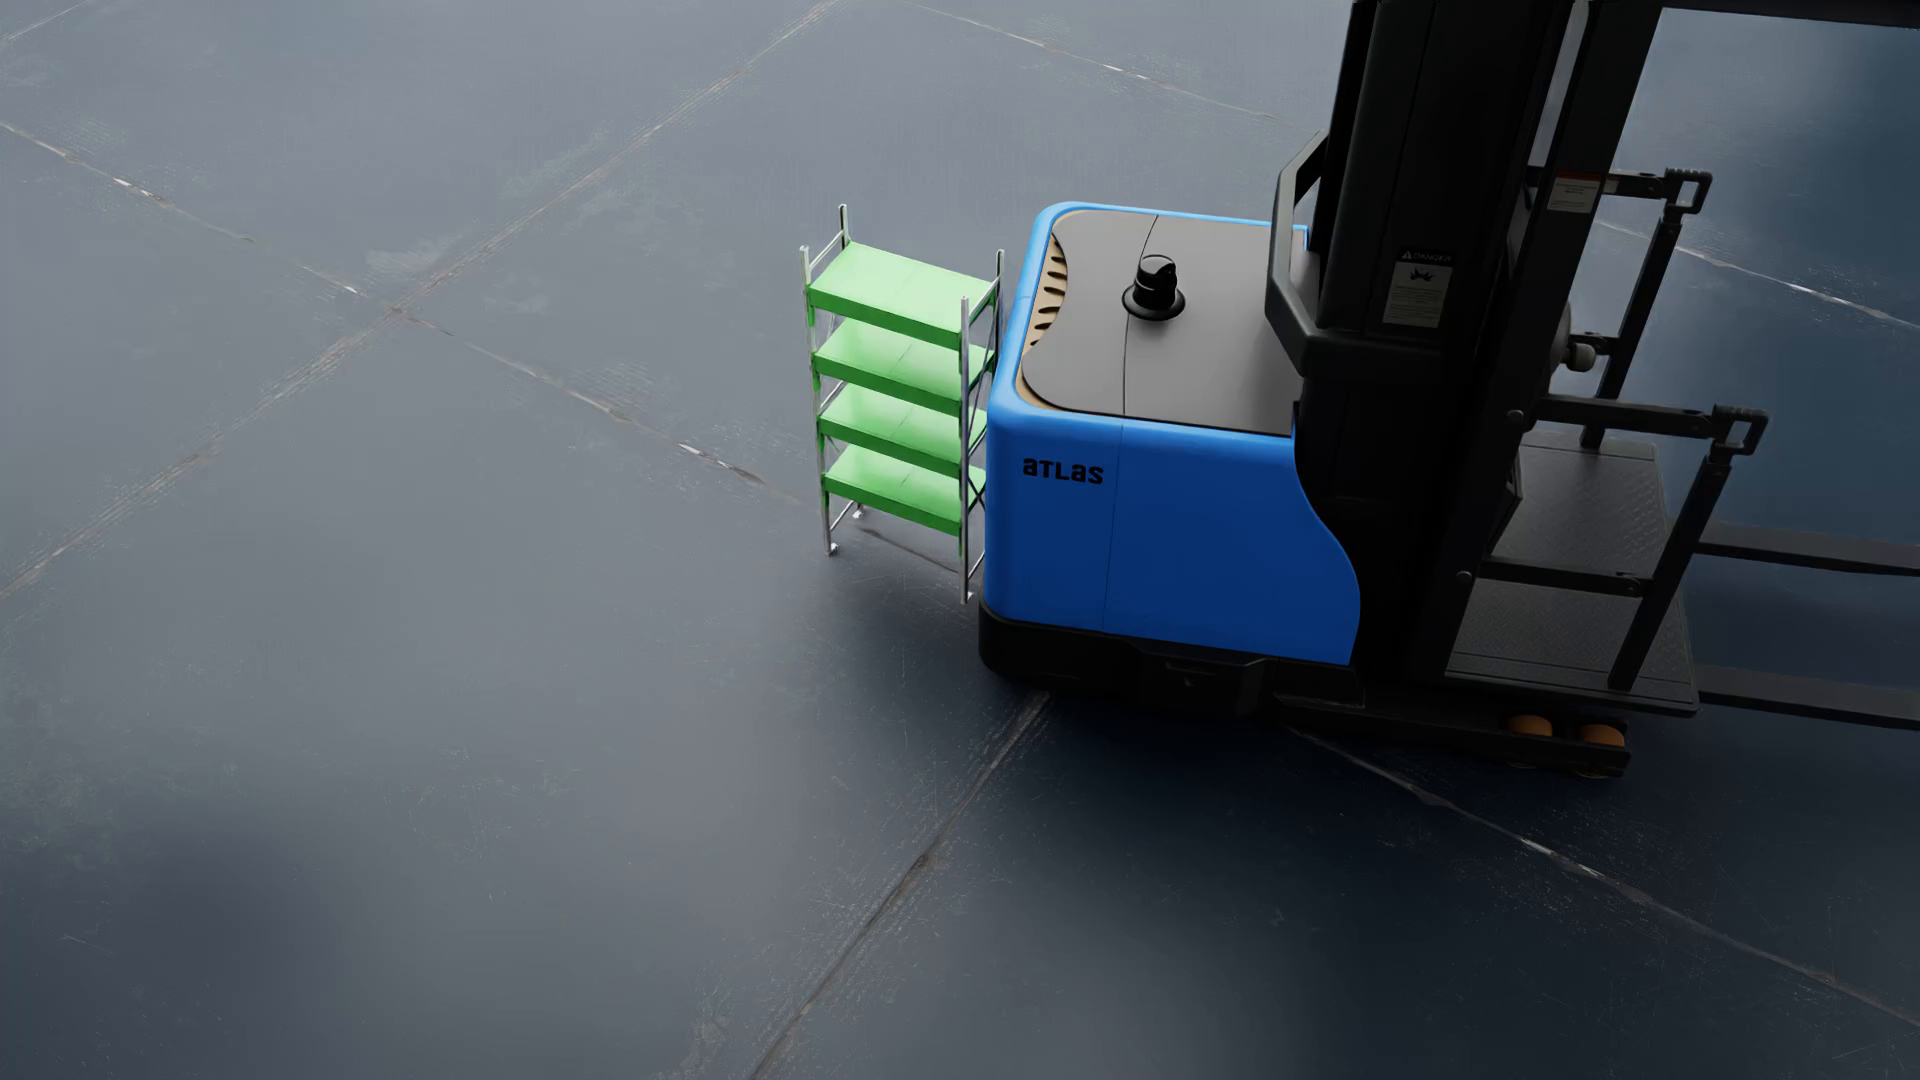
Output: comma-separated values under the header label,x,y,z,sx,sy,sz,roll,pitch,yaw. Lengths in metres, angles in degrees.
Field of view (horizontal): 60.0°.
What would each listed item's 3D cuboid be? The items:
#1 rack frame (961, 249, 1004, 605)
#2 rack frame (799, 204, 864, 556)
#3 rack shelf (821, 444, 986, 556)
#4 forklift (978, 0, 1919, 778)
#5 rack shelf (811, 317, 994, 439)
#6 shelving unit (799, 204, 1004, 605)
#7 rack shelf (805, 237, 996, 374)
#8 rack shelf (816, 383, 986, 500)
label,x,y,z,sx,sy,sz,roll,pitch,yaw
rack frame,0.061,-0.292,4.869,0.015,1.200,0.240,19,49,18
rack frame,-0.377,-0.446,5.018,0.015,1.200,0.240,19,49,18
rack shelf,-0.158,-0.157,5.161,0.480,0.148,0.258,19,49,18
forklift,1.623,-0.755,4.112,3.031,2.935,1.130,7,46,7
rack shelf,-0.158,-0.491,4.817,0.480,0.148,0.258,19,49,18
shelving unit,-0.158,-0.369,4.943,0.503,1.200,0.258,19,49,18
rack shelf,-0.158,-0.659,4.645,0.480,0.148,0.258,19,49,18
rack shelf,-0.158,-0.324,4.989,0.480,0.148,0.258,19,49,18
